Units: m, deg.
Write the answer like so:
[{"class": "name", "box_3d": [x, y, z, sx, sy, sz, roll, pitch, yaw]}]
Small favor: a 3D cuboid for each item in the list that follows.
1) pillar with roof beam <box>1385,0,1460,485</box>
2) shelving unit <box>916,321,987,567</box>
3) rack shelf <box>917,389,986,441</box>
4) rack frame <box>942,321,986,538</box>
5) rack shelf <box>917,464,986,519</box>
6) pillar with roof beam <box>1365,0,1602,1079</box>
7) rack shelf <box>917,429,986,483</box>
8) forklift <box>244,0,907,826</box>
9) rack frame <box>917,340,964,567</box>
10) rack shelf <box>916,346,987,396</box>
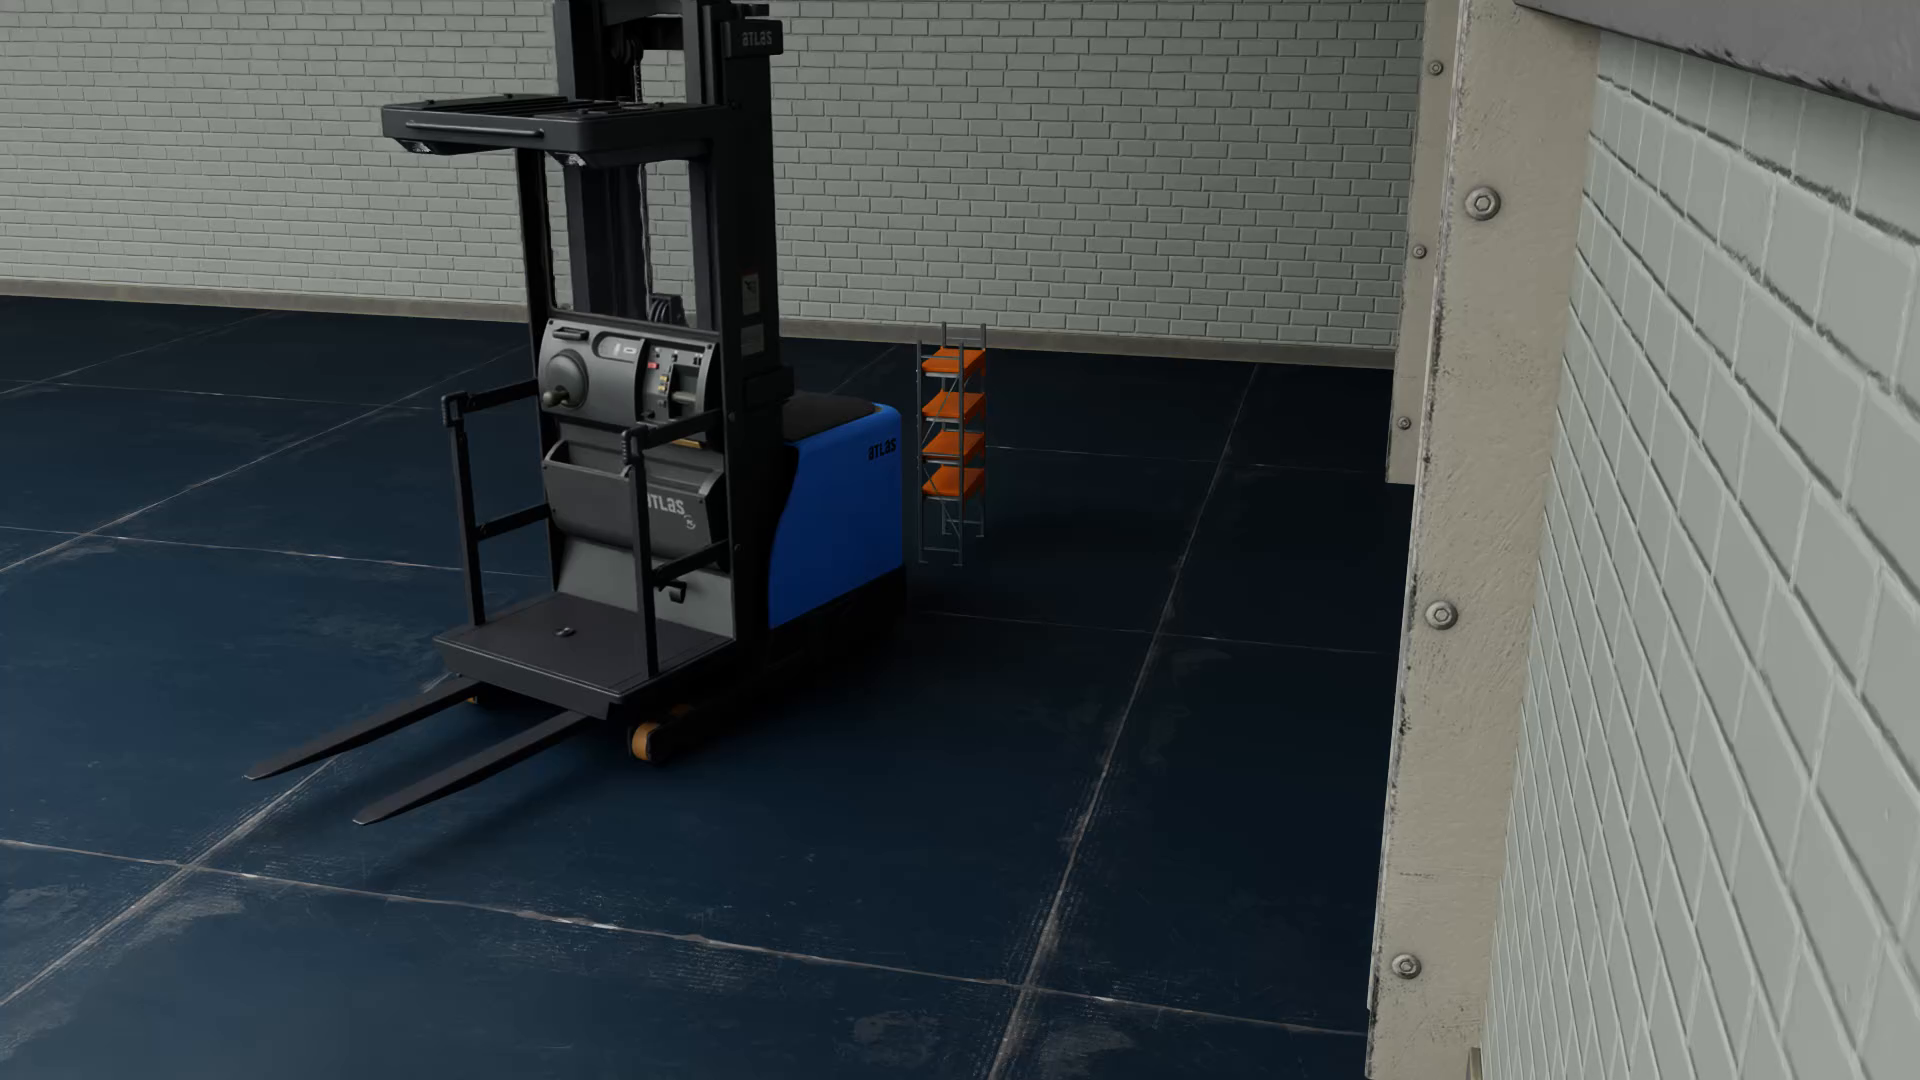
[{"class": "pillar with roof beam", "box_3d": [-1.361, -5.003, 9.911, 9.100, 9.000, 0.400, 5, 19, 13]}, {"class": "shelving unit", "box_3d": [-0.040, -0.516, 8.842, 0.258, 1.200, 0.503, 5, 19, 13]}, {"class": "rack shelf", "box_3d": [-0.040, -0.664, 8.791, 0.258, 0.148, 0.480, 5, 19, 13]}, {"class": "rack frame", "box_3d": [0.019, -0.592, 9.066, 0.240, 1.200, 0.015, 5, 19, 13]}, {"class": "rack shelf", "box_3d": [-0.040, -0.264, 8.928, 0.258, 0.148, 0.480, 5, 19, 13]}, {"class": "pillar with roof beam", "box_3d": [-2.827, -3.122, 4.406, 9.100, 9.000, 0.400, 5, 19, 13]}, {"class": "rack shelf", "box_3d": [-0.040, -0.452, 8.863, 0.258, 0.148, 0.480, 5, 19, 13]}, {"class": "forklift", "box_3d": [-1.483, -0.675, 6.629, 1.130, 2.935, 3.031, 12, 22, 31]}, {"class": "rack frame", "box_3d": [-0.100, -0.439, 8.618, 0.240, 1.200, 0.015, 5, 19, 13]}, {"class": "rack shelf", "box_3d": [-0.040, -0.888, 8.715, 0.258, 0.148, 0.480, 5, 19, 13]}]
